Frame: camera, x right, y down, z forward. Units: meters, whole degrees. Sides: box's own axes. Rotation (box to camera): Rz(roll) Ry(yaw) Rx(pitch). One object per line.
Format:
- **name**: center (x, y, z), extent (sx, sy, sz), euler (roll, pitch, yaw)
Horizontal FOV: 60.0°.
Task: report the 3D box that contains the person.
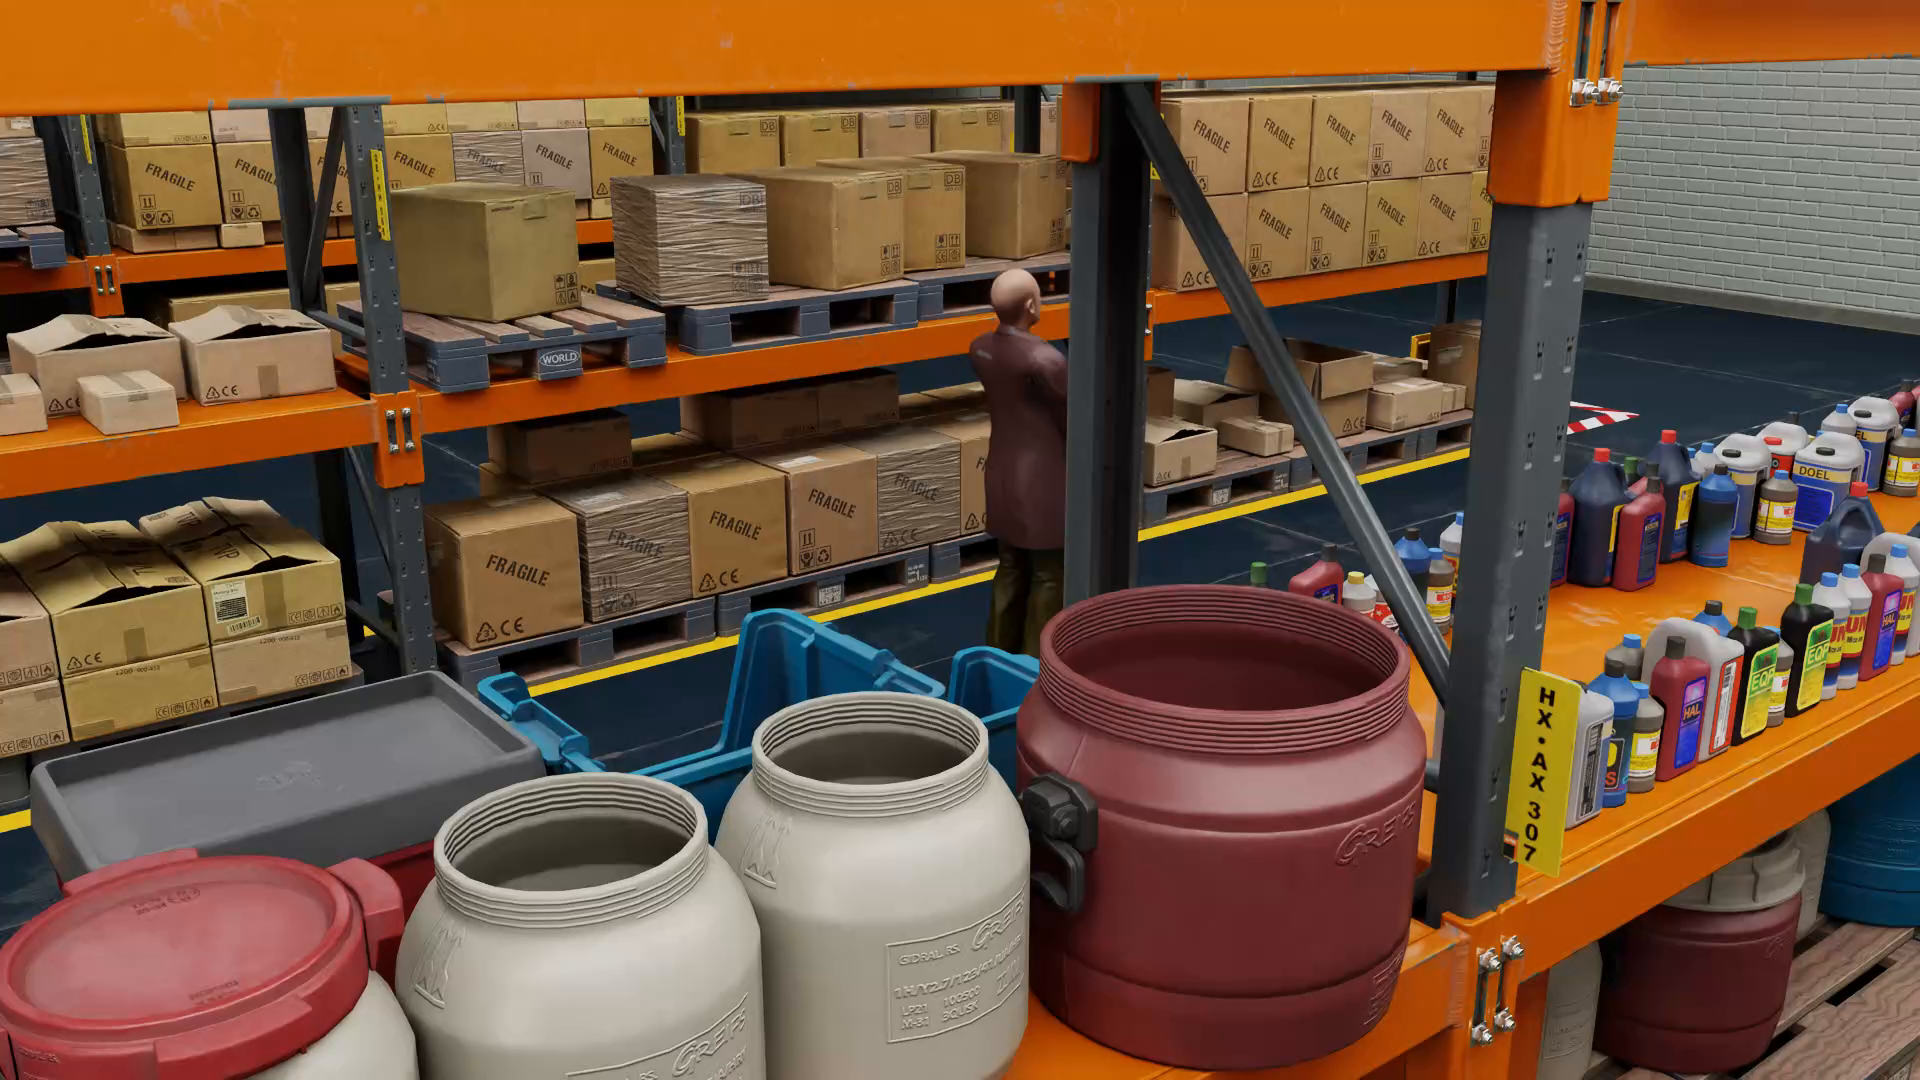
- **person**: center (0.363, -0.202, 6.874), extent (0.555, 1.682, 0.529), euler (-13, 22, -35)
